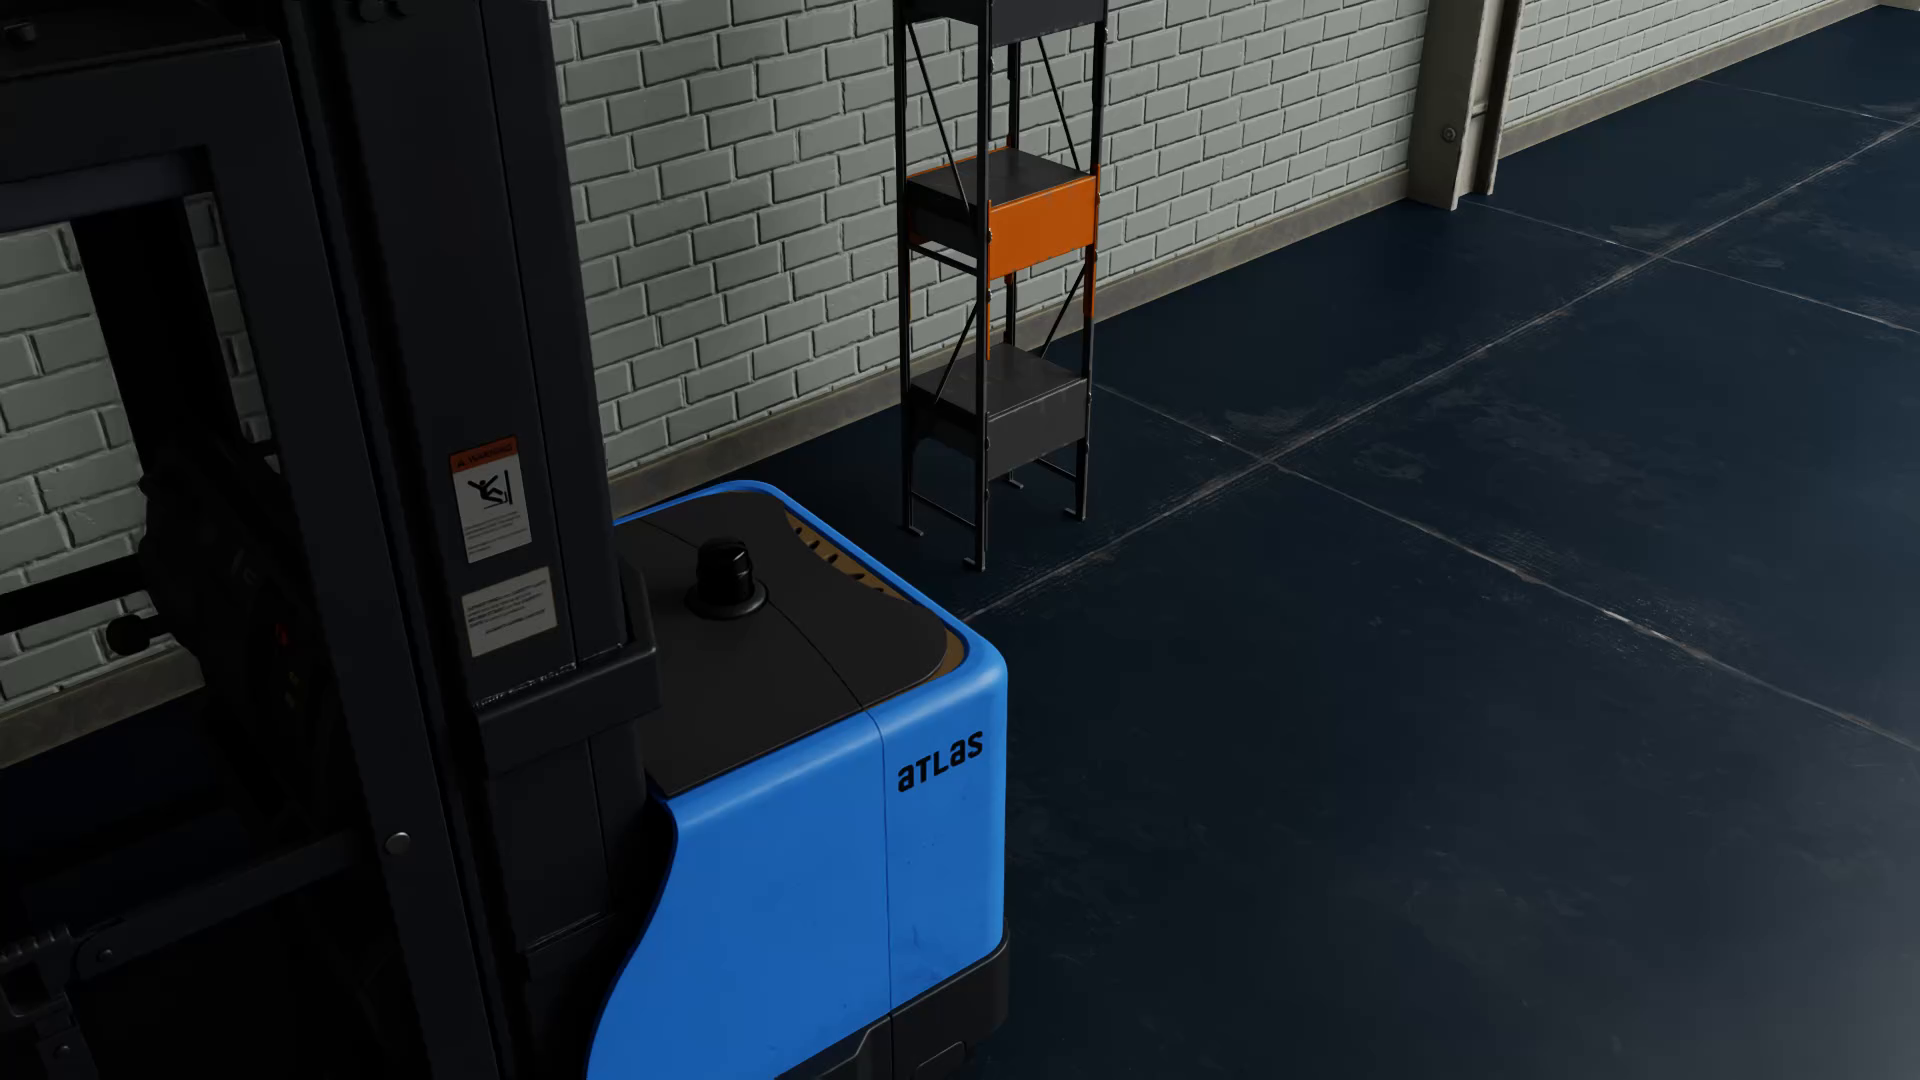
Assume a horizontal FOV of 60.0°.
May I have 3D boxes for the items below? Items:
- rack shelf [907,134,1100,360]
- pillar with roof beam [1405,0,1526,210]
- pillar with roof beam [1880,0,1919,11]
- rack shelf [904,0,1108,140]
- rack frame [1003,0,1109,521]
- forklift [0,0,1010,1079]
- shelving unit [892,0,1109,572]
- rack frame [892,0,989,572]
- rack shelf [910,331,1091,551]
[{"bbox_3d":[0.121,-0.943,5.305,0.480,0.518,0.431,-26,40,-35],"label":"rack shelf"},{"bbox_3d":[5.478,-4.005,3.674,0.400,9.000,9.100,-26,40,-35],"label":"pillar with roof beam"},{"bbox_3d":[9.877,-6.133,7.154,0.400,9.000,9.100,-26,40,-35],"label":"pillar with roof beam"},{"bbox_3d":[0.121,-1.540,4.940,0.480,0.518,0.431,-26,40,-35],"label":"rack shelf"},{"bbox_3d":[0.300,-1.041,5.440,0.015,2.100,0.400,-26,40,-35],"label":"rack frame"},{"bbox_3d":[-1.364,0.169,2.665,3.031,2.935,1.130,-22,38,-32],"label":"forklift"},{"bbox_3d":[0.121,-0.955,5.298,0.503,2.100,0.431,-26,40,-35],"label":"shelving unit"},{"bbox_3d":[-0.058,-0.868,5.157,0.015,2.100,0.400,-26,40,-35],"label":"rack frame"},{"bbox_3d":[0.121,-0.346,5.671,0.480,0.518,0.431,-26,40,-35],"label":"rack shelf"}]
